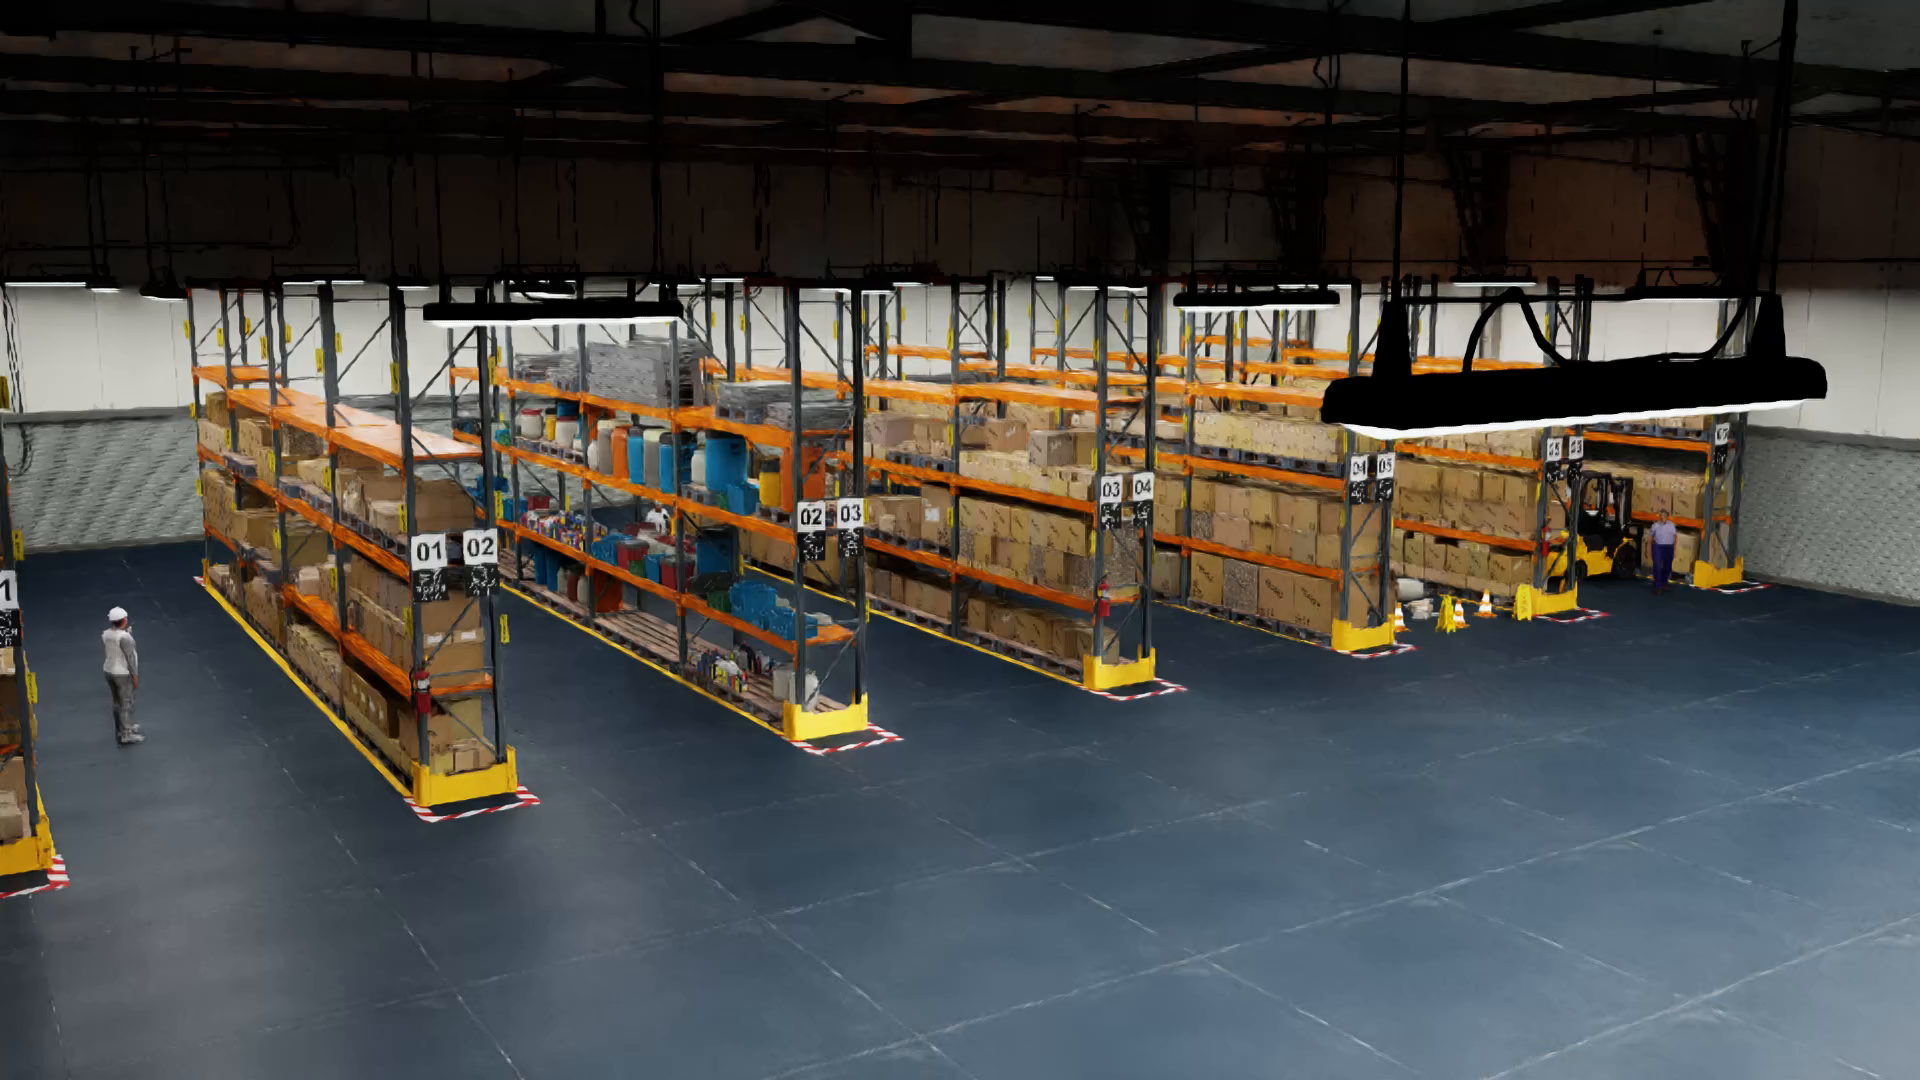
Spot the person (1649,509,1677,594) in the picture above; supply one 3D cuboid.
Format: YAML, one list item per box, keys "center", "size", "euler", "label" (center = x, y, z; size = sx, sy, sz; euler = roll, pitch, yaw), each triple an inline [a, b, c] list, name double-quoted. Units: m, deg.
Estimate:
- center: [13.523, 0.192, 32.005]
  size: [0.541, 1.636, 0.555]
  euler: [1, 10, 6]
  label: "person"

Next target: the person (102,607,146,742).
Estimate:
- center: [-11.101, 1.763, 22.115]
  size: [0.598, 1.774, 0.463]
  euler: [6, 11, 31]
  label: "person"

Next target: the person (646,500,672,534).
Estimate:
- center: [-6.069, -0.066, 33.545]
  size: [0.493, 1.605, 1.000]
  euler: [-6, 11, -33]
  label: "person"
